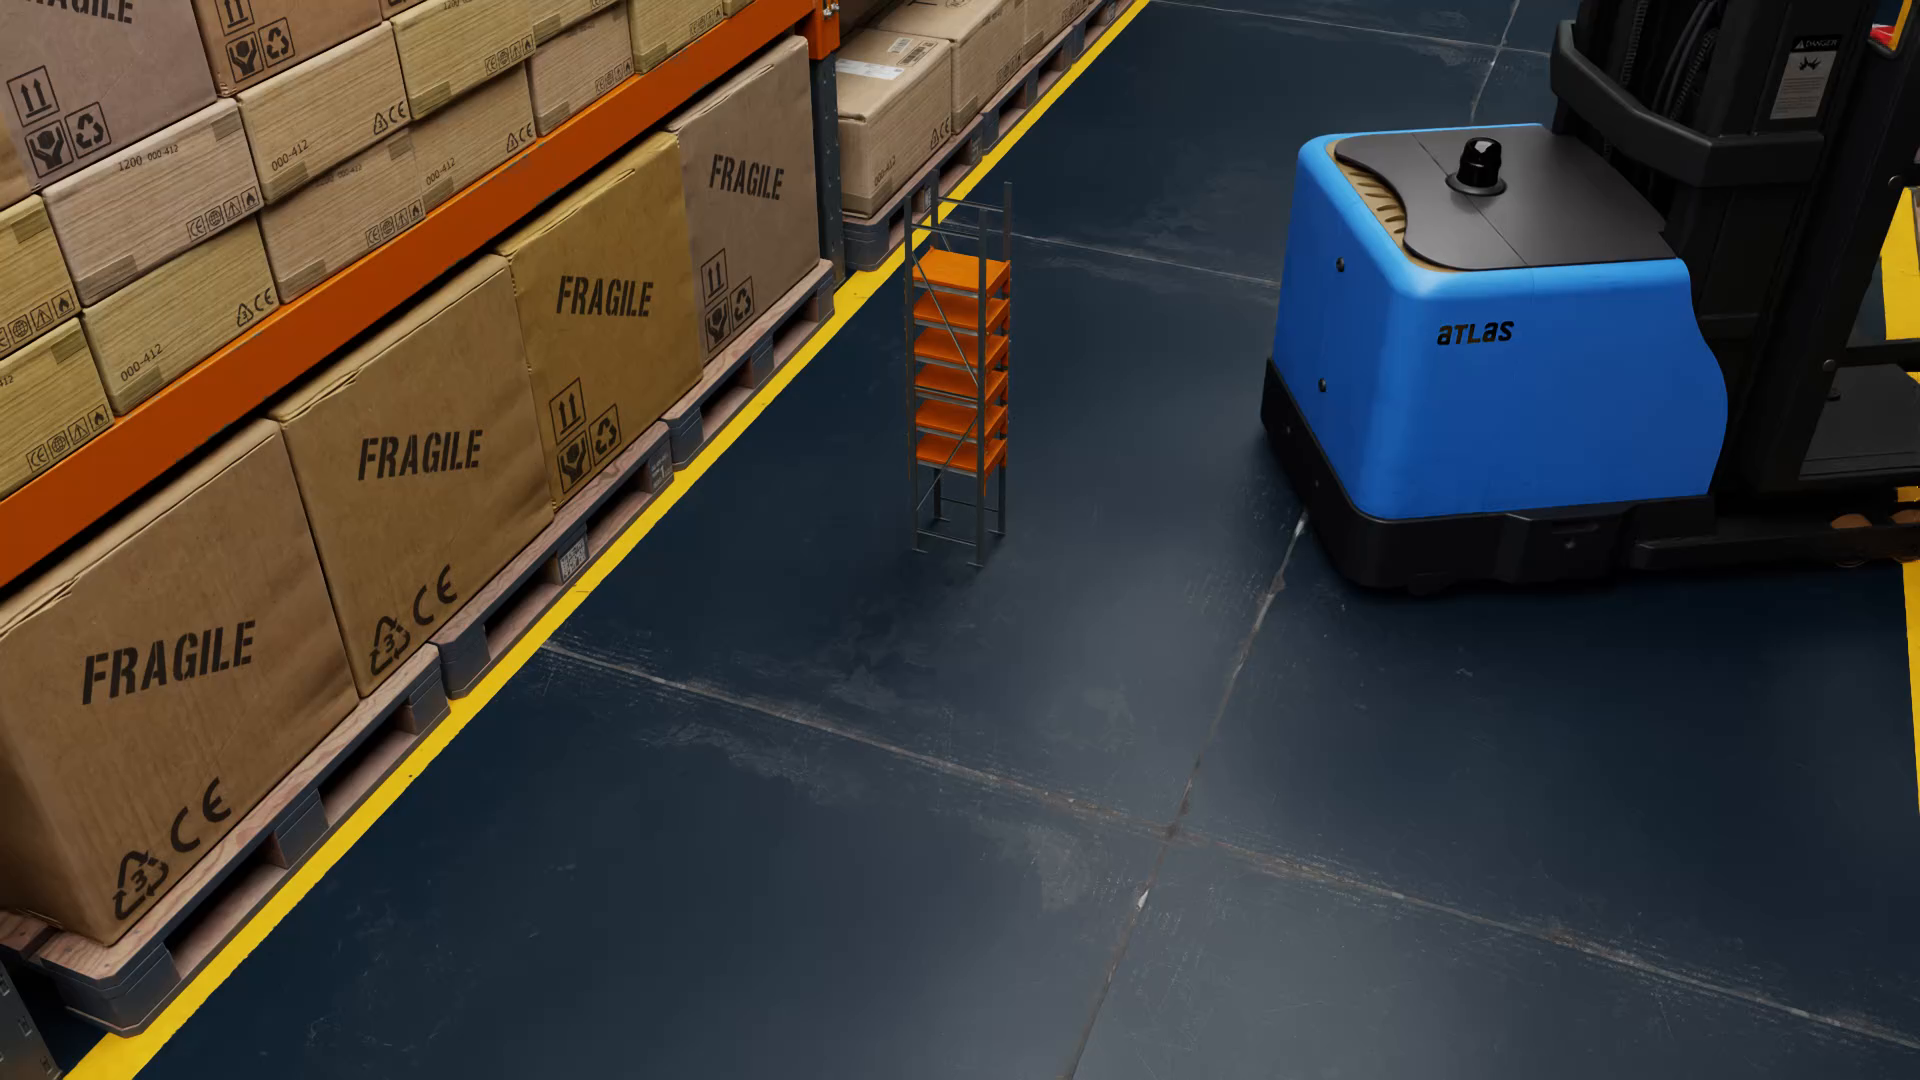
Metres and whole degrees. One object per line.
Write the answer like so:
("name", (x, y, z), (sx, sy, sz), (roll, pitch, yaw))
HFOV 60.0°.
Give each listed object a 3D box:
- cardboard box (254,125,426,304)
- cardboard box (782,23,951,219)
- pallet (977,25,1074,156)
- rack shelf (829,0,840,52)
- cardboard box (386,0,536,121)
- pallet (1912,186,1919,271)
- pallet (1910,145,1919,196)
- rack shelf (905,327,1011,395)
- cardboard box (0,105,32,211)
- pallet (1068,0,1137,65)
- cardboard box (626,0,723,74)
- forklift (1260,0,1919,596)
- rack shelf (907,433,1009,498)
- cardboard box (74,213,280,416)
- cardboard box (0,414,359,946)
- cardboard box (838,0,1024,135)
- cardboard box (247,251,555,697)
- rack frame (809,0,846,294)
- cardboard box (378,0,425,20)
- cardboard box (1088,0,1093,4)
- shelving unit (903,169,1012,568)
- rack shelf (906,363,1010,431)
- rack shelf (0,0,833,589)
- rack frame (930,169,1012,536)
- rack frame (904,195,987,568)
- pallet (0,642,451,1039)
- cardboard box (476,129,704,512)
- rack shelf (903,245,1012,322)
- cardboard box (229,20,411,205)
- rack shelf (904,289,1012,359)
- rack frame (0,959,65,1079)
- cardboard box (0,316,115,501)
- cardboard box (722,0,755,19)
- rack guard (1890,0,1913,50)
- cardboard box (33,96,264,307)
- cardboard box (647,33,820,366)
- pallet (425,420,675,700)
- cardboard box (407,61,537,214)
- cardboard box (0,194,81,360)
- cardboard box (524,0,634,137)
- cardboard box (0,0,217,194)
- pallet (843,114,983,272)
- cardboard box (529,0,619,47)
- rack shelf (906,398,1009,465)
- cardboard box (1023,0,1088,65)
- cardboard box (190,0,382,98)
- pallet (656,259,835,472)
("cardboard box", (-1.659, -0.831, 3.981), (0.500, 0.250, 0.500), (15, 39, 19))
("cardboard box", (-0.602, -1.780, 6.915), (0.875, 0.438, 0.875), (13, 39, 17))
("pallet", (-0.116, -2.278, 8.122), (1.003, 0.211, 1.213), (14, 39, 18))
("rack shelf", (-0.179, -3.134, 7.538), (1.077, 0.370, 4.000), (14, 39, 18))
("cardboard box", (-1.437, -1.301, 4.193), (0.500, 0.250, 0.500), (15, 39, 19))
("pallet", (4.377, -1.127, 6.581), (1.003, 0.211, 1.213), (14, 39, 18))
("pallet", (4.842, -1.800, 7.482), (1.003, 0.211, 1.213), (14, 39, 18))
("rack shelf", (-0.005, -0.533, 4.835), (0.258, 0.103, 0.180), (14, 39, 18))
("cardboard box", (-2.048, -0.758, 2.840), (0.500, 0.500, 0.500), (13, 39, 16))
("pallet", (0.350, -2.952, 9.023), (1.003, 0.211, 1.213), (14, 39, 18))
("cardboard box", (-1.072, -1.667, 5.100), (0.500, 0.250, 0.500), (13, 39, 17))
("forklift", (2.586, -1.399, 4.673), (3.031, 2.935, 1.130), (-5, 37, -6))
("rack shelf", (-0.006, -0.245, 5.050), (0.258, 0.103, 0.180), (14, 39, 18))
("cardboard box", (-1.864, -0.542, 3.594), (0.500, 0.250, 0.500), (13, 39, 16))
("cardboard box", (-2.122, 0.220, 3.875), (0.875, 0.875, 0.875), (14, 39, 17))
("cardboard box", (-0.262, -2.275, 7.578), (0.875, 0.438, 0.875), (13, 39, 16))
("cardboard box", (-1.779, -0.273, 4.534), (0.875, 0.875, 0.875), (14, 39, 18))
("rack frame", (-0.940, -2.314, 5.841), (1.000, 3.000, 0.127), (14, 39, 18))
("cardboard box", (-1.462, -1.596, 3.961), (0.500, 0.500, 0.500), (14, 39, 18))
("cardboard box", (0.423, -3.283, 8.926), (0.875, 0.438, 0.875), (13, 39, 16))
("shelving unit", (-0.005, -0.473, 4.880), (0.258, 1.200, 0.189), (14, 39, 18))
("rack shelf", (-0.005, -0.437, 4.907), (0.258, 0.103, 0.180), (14, 39, 18))
("rack shelf", (-1.701, -0.919, 4.575), (1.077, 0.370, 4.000), (14, 39, 18))
("rack frame", (0.029, -0.523, 4.948), (0.240, 1.200, 0.006), (14, 39, 18))
("rack frame", (-0.040, -0.422, 4.812), (0.240, 1.200, 0.006), (14, 39, 18))
("pallet", (-2.092, 0.598, 4.274), (1.003, 0.211, 1.213), (14, 39, 18))
("cardboard box", (-1.439, -0.768, 5.196), (0.875, 0.875, 0.875), (15, 39, 19))
("rack shelf", (-0.005, -0.725, 4.691), (0.258, 0.103, 0.180), (14, 39, 18))
("cardboard box", (-1.642, -1.023, 3.821), (0.500, 0.250, 0.500), (14, 39, 18))
("rack shelf", (-0.005, -0.629, 4.763), (0.258, 0.103, 0.180), (14, 39, 18))
("rack frame", (-2.462, -0.100, 2.878), (1.000, 3.000, 0.127), (14, 39, 18))
("cardboard box", (-2.043, -0.253, 3.209), (0.500, 0.250, 0.500), (13, 39, 17))
("cardboard box", (-0.878, -1.949, 5.477), (0.500, 0.250, 0.500), (13, 39, 17))
("rack guard", (5.145, -2.357, 7.986), (1.175, 0.500, 0.348), (14, 39, 18))
("cardboard box", (-1.843, -0.750, 3.456), (0.500, 0.250, 0.500), (15, 39, 19))
("cardboard box", (-1.102, -1.270, 5.868), (0.875, 0.875, 0.875), (15, 39, 19))
("pallet", (-1.627, -0.075, 5.174), (1.003, 0.211, 1.213), (14, 39, 18))
("cardboard box", (-1.475, -1.105, 4.348), (0.500, 0.250, 0.500), (14, 39, 18))
("cardboard box", (-2.041, -0.464, 3.073), (0.500, 0.250, 0.500), (14, 39, 17))
("cardboard box", (-1.282, -1.392, 4.732), (0.500, 0.250, 0.500), (13, 39, 17))
("cardboard box", (-1.868, -1.034, 3.210), (0.500, 0.500, 0.500), (14, 39, 18))
("pallet", (-0.578, -1.601, 7.215), (1.003, 0.211, 1.213), (14, 39, 18))
("cardboard box", (-1.258, -1.589, 4.577), (0.500, 0.250, 0.500), (15, 39, 19))
("rack shelf", (-0.006, -0.341, 4.979), (0.258, 0.103, 0.180), (14, 39, 18))
("cardboard box", (0.083, -2.774, 8.245), (0.875, 0.438, 0.875), (15, 39, 19))
("cardboard box", (-1.657, -1.317, 3.588), (0.500, 0.500, 0.500), (15, 39, 19))
("pallet", (-1.164, -0.753, 6.081), (1.003, 0.211, 1.213), (14, 39, 18))
